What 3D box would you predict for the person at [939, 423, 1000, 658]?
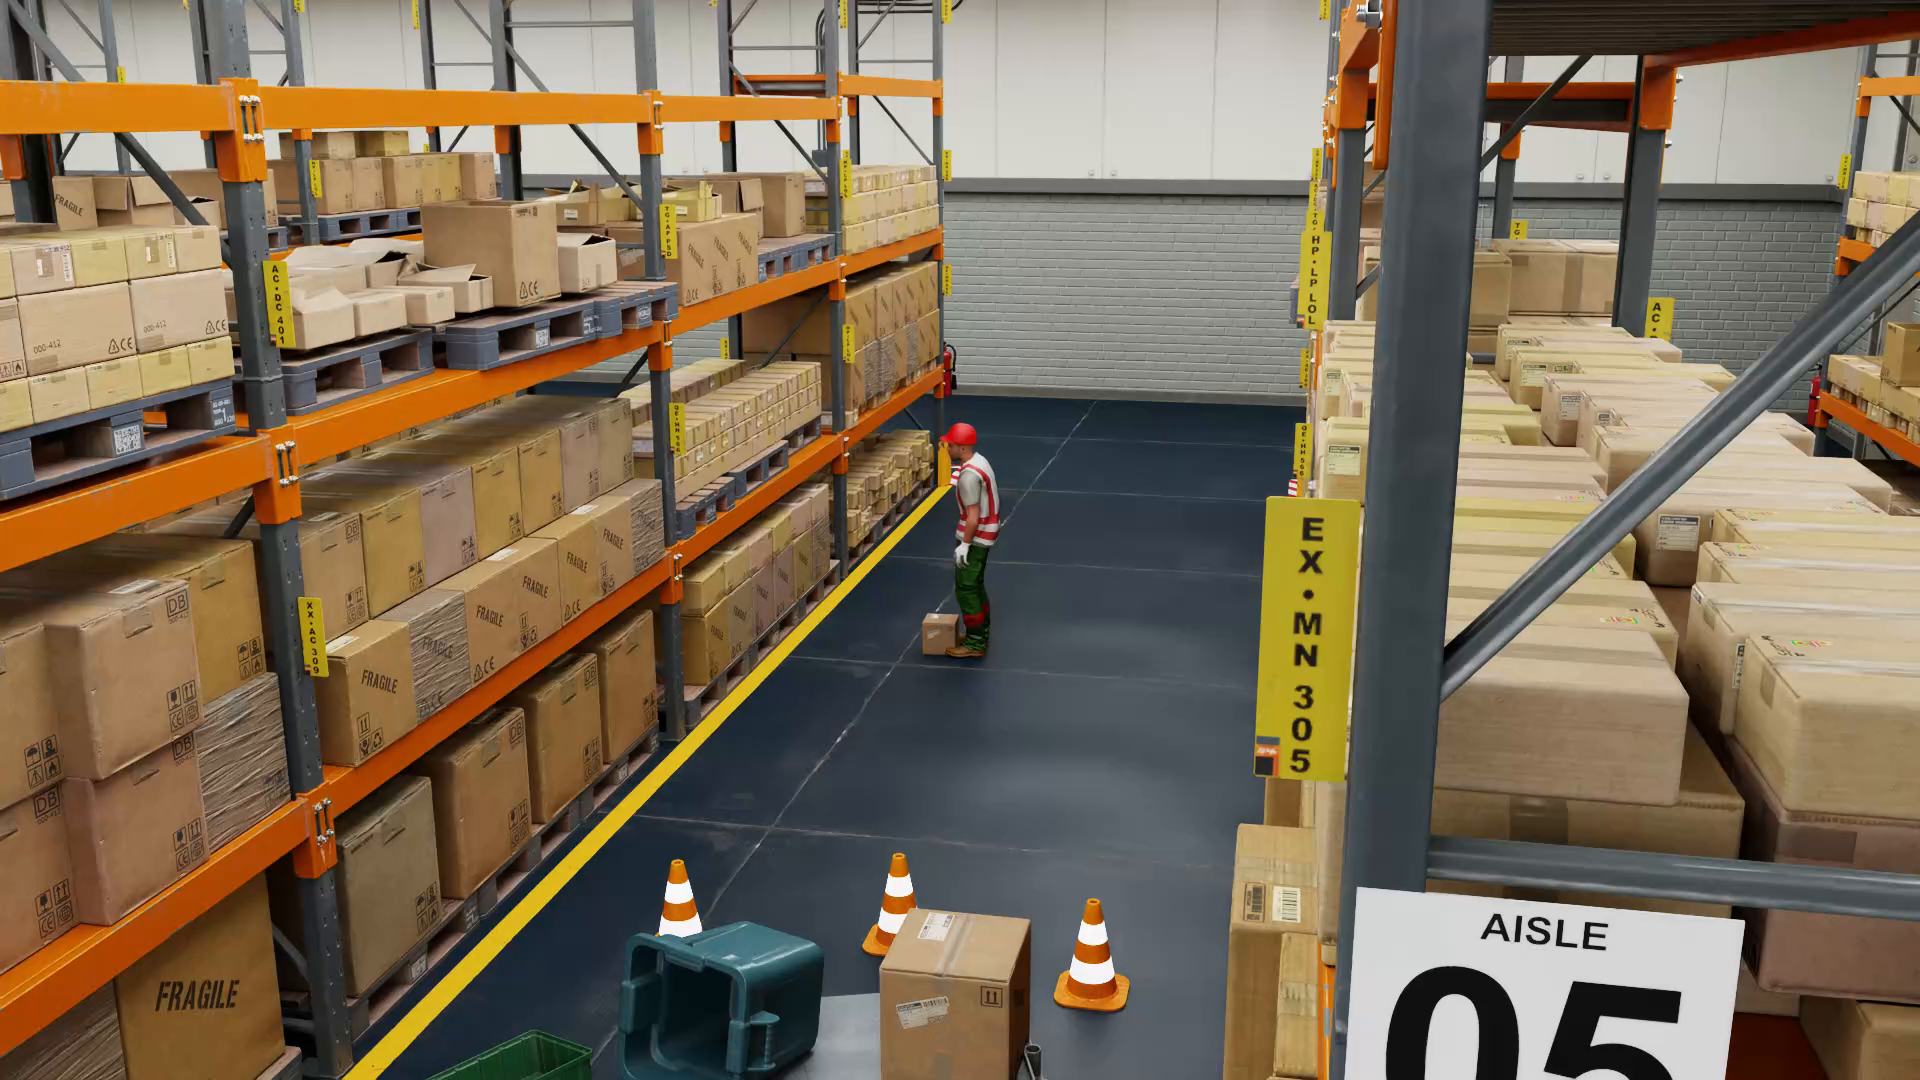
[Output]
[{"bbox_3d":[0.073,-0.001,12.487,0.447,1.777,0.620,2,15,8],"label":"person"}]
